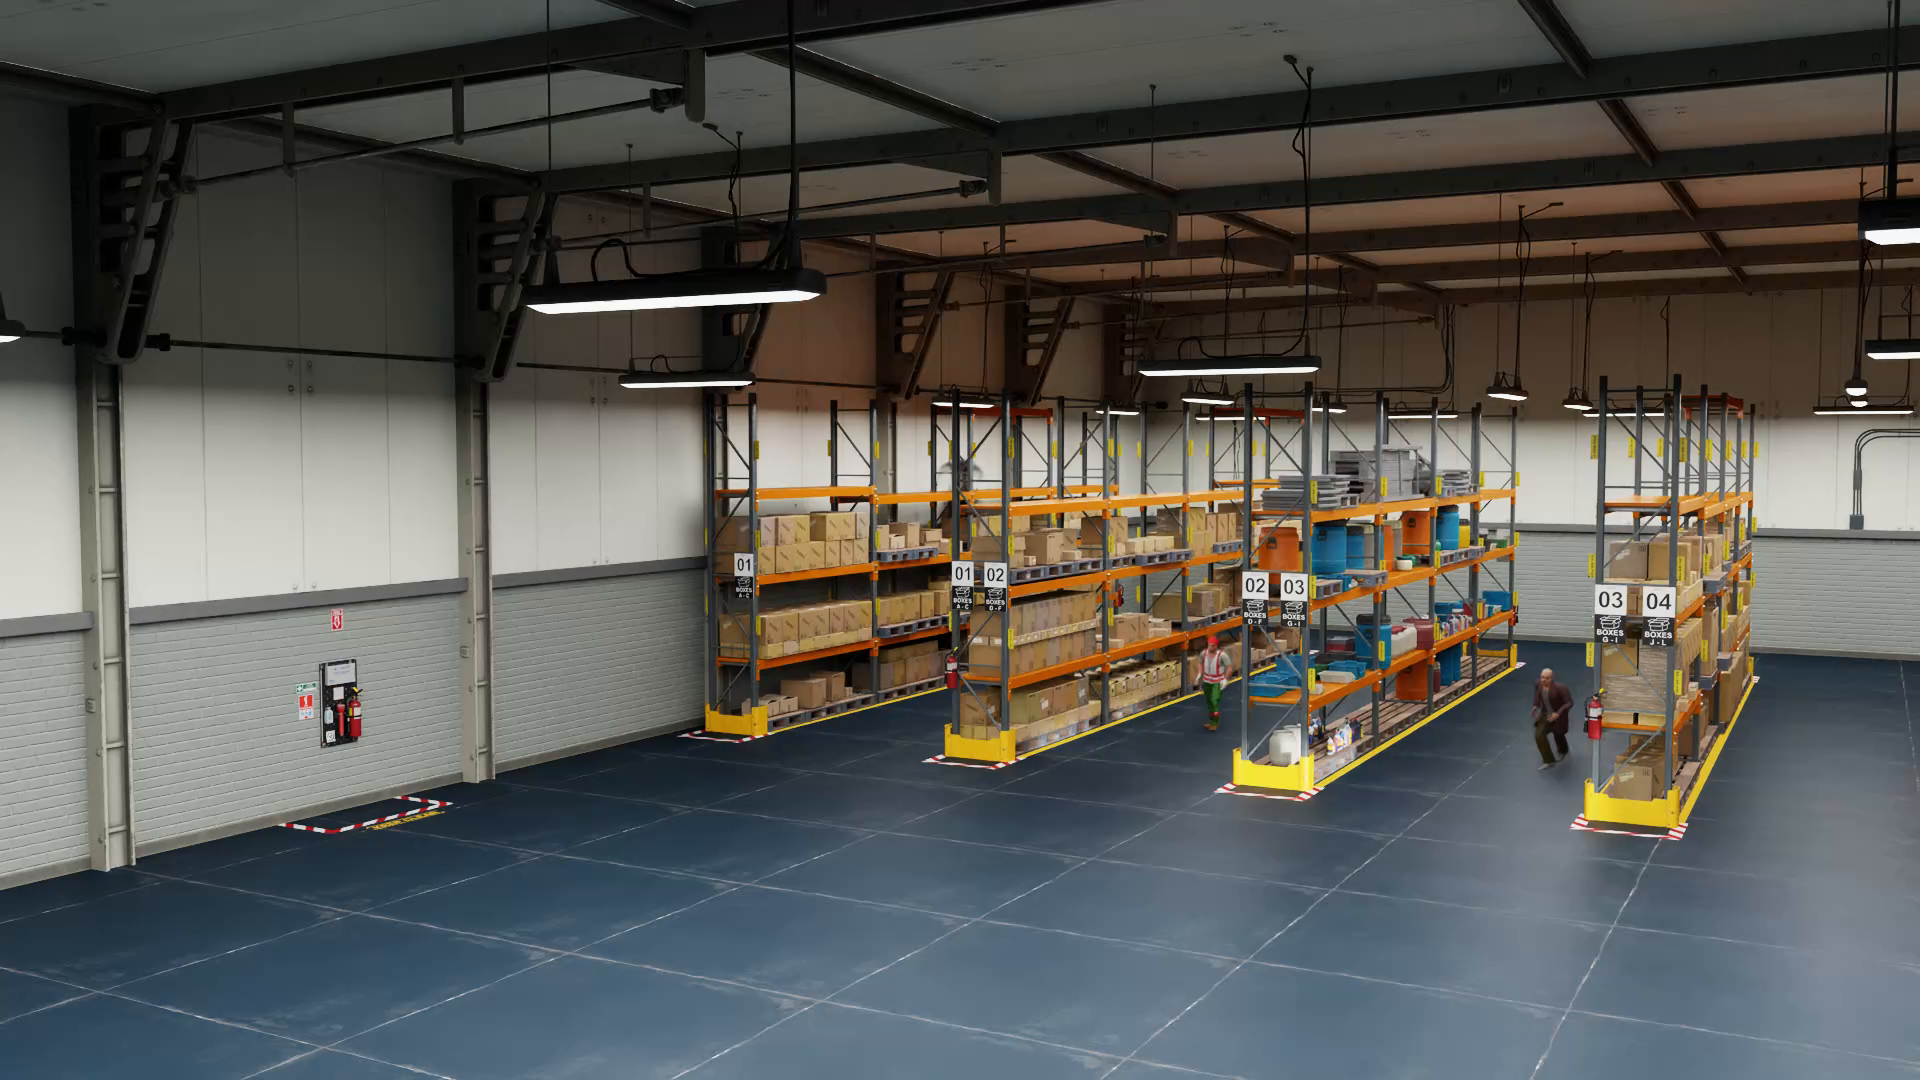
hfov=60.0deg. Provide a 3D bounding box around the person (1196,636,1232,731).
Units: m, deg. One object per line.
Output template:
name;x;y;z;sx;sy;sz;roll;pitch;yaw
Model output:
person;4.553;2.548;29.735;0.654;1.709;0.695;3;4;41

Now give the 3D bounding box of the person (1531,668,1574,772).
person;9.387;2.781;26.114;0.704;1.624;1.119;3;4;43
